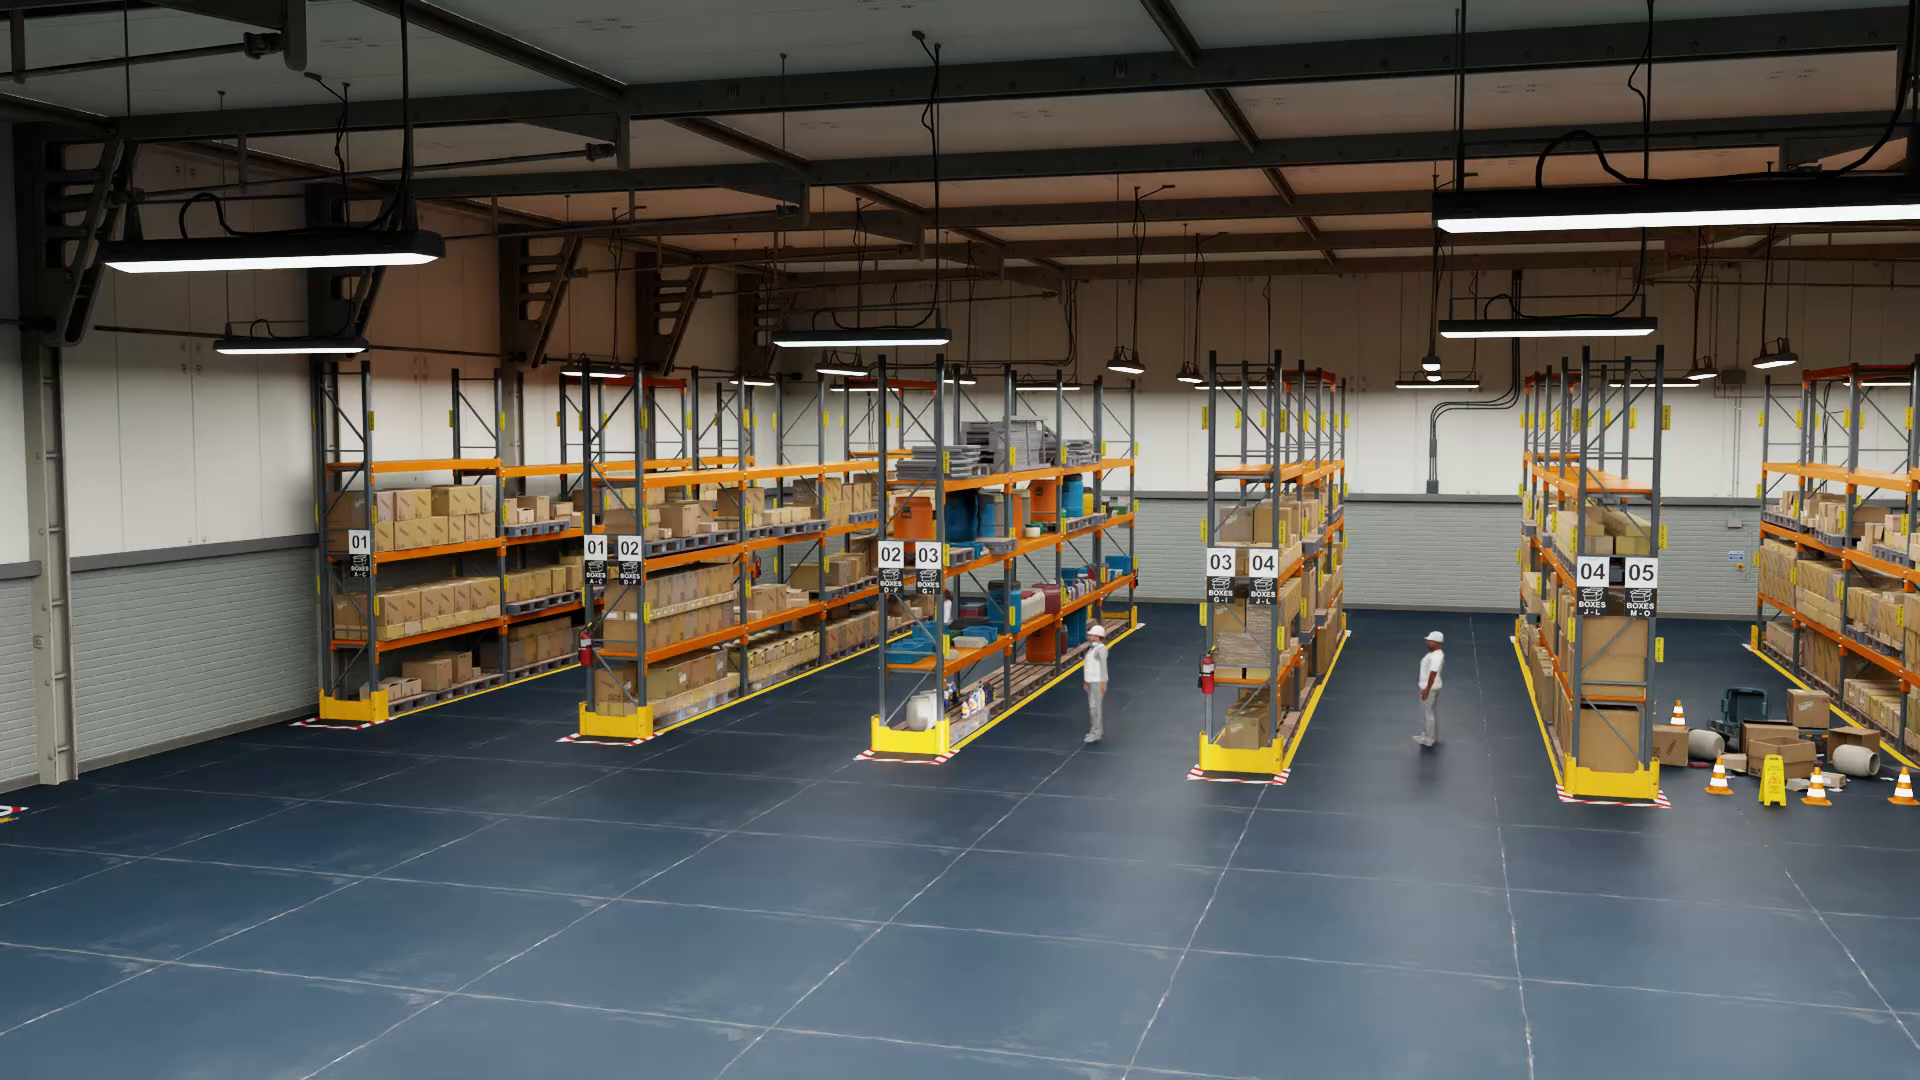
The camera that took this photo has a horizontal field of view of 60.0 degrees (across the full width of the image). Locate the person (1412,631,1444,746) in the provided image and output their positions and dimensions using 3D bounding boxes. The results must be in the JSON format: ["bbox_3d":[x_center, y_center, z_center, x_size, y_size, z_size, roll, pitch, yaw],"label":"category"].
[{"bbox_3d":[7.228,2.286,25.732,0.546,1.768,0.576,2,5,29],"label":"person"}]

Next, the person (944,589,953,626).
[{"bbox_3d":[-0.306,1.789,33.728,0.394,1.608,0.428,-1,4,-14],"label":"person"}]

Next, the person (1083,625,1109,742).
[{"bbox_3d":[2.093,2.238,26.092,0.455,1.784,0.649,-1,4,-11],"label":"person"}]
